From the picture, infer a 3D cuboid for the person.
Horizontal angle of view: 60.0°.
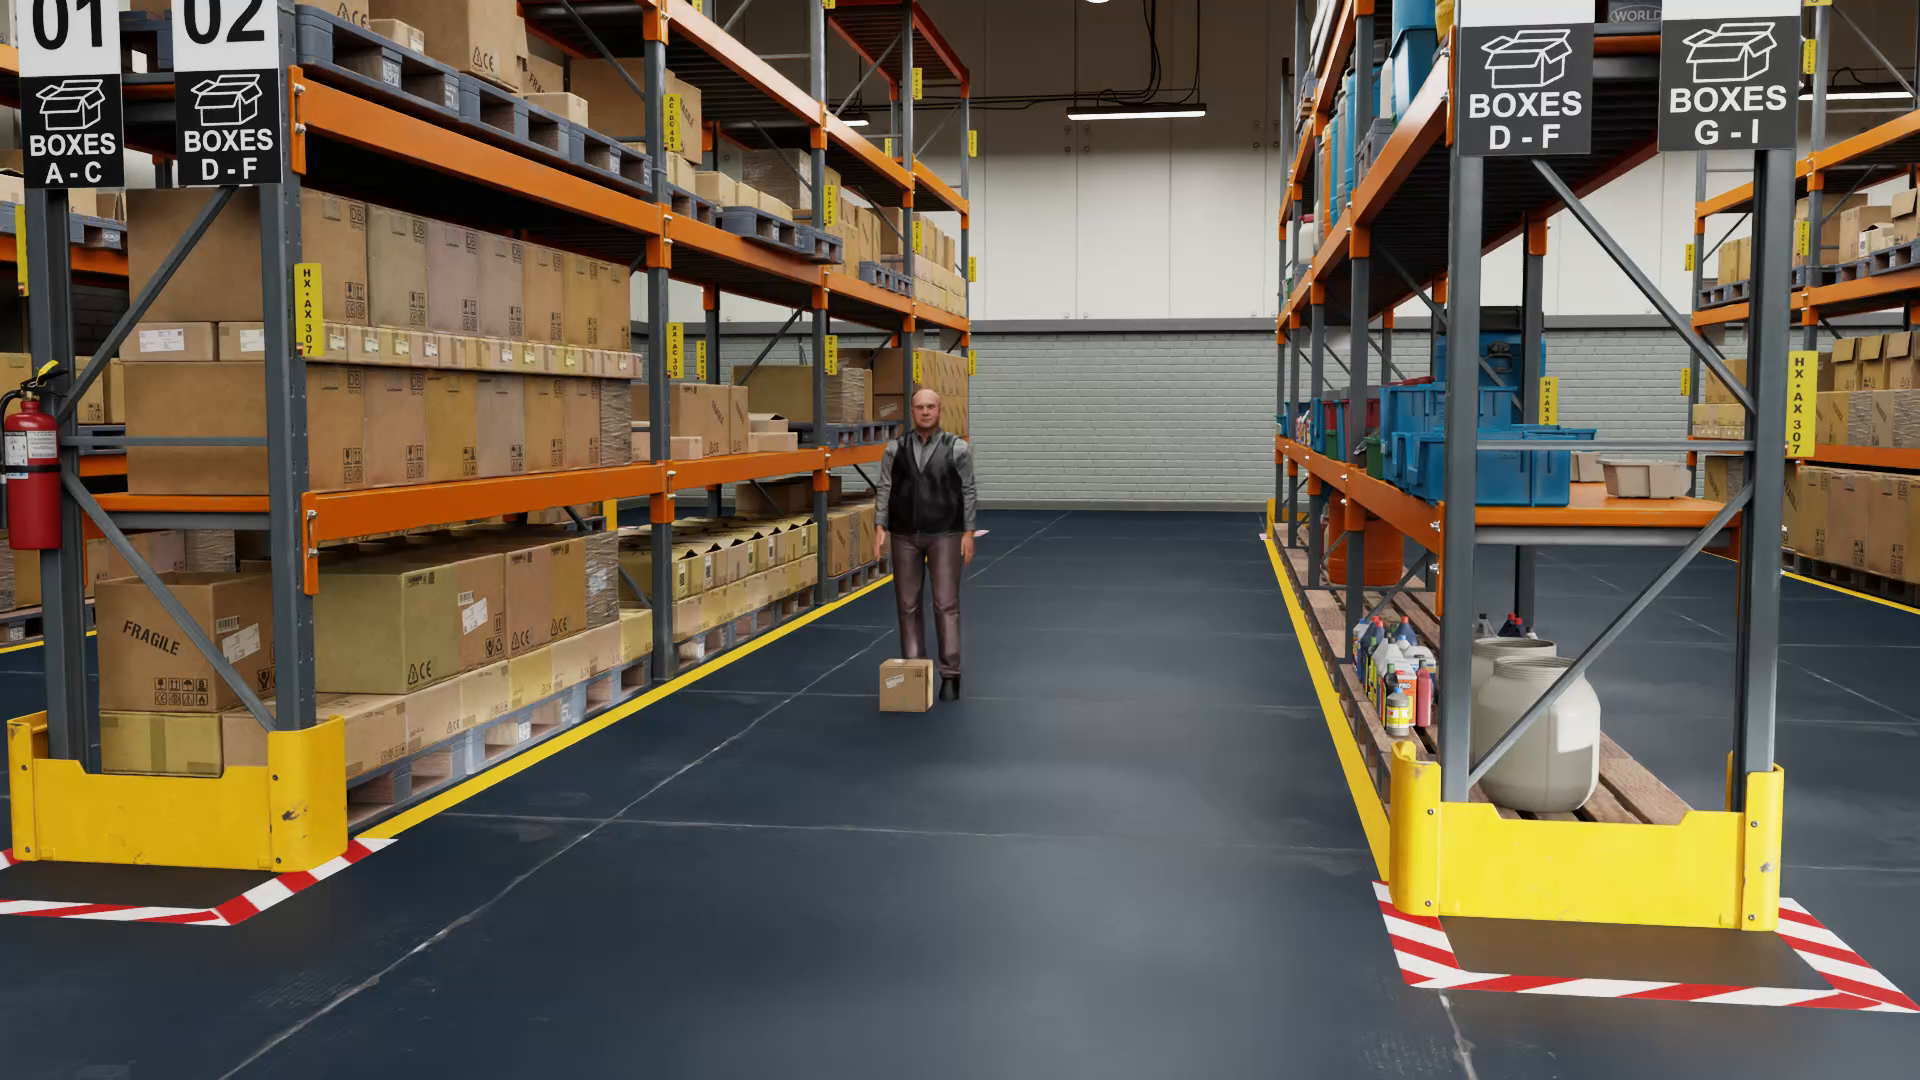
[{"bbox_3d":[-0.209,0.030,9.465,0.571,1.772,0.466,1,5,11],"label":"person"}]
